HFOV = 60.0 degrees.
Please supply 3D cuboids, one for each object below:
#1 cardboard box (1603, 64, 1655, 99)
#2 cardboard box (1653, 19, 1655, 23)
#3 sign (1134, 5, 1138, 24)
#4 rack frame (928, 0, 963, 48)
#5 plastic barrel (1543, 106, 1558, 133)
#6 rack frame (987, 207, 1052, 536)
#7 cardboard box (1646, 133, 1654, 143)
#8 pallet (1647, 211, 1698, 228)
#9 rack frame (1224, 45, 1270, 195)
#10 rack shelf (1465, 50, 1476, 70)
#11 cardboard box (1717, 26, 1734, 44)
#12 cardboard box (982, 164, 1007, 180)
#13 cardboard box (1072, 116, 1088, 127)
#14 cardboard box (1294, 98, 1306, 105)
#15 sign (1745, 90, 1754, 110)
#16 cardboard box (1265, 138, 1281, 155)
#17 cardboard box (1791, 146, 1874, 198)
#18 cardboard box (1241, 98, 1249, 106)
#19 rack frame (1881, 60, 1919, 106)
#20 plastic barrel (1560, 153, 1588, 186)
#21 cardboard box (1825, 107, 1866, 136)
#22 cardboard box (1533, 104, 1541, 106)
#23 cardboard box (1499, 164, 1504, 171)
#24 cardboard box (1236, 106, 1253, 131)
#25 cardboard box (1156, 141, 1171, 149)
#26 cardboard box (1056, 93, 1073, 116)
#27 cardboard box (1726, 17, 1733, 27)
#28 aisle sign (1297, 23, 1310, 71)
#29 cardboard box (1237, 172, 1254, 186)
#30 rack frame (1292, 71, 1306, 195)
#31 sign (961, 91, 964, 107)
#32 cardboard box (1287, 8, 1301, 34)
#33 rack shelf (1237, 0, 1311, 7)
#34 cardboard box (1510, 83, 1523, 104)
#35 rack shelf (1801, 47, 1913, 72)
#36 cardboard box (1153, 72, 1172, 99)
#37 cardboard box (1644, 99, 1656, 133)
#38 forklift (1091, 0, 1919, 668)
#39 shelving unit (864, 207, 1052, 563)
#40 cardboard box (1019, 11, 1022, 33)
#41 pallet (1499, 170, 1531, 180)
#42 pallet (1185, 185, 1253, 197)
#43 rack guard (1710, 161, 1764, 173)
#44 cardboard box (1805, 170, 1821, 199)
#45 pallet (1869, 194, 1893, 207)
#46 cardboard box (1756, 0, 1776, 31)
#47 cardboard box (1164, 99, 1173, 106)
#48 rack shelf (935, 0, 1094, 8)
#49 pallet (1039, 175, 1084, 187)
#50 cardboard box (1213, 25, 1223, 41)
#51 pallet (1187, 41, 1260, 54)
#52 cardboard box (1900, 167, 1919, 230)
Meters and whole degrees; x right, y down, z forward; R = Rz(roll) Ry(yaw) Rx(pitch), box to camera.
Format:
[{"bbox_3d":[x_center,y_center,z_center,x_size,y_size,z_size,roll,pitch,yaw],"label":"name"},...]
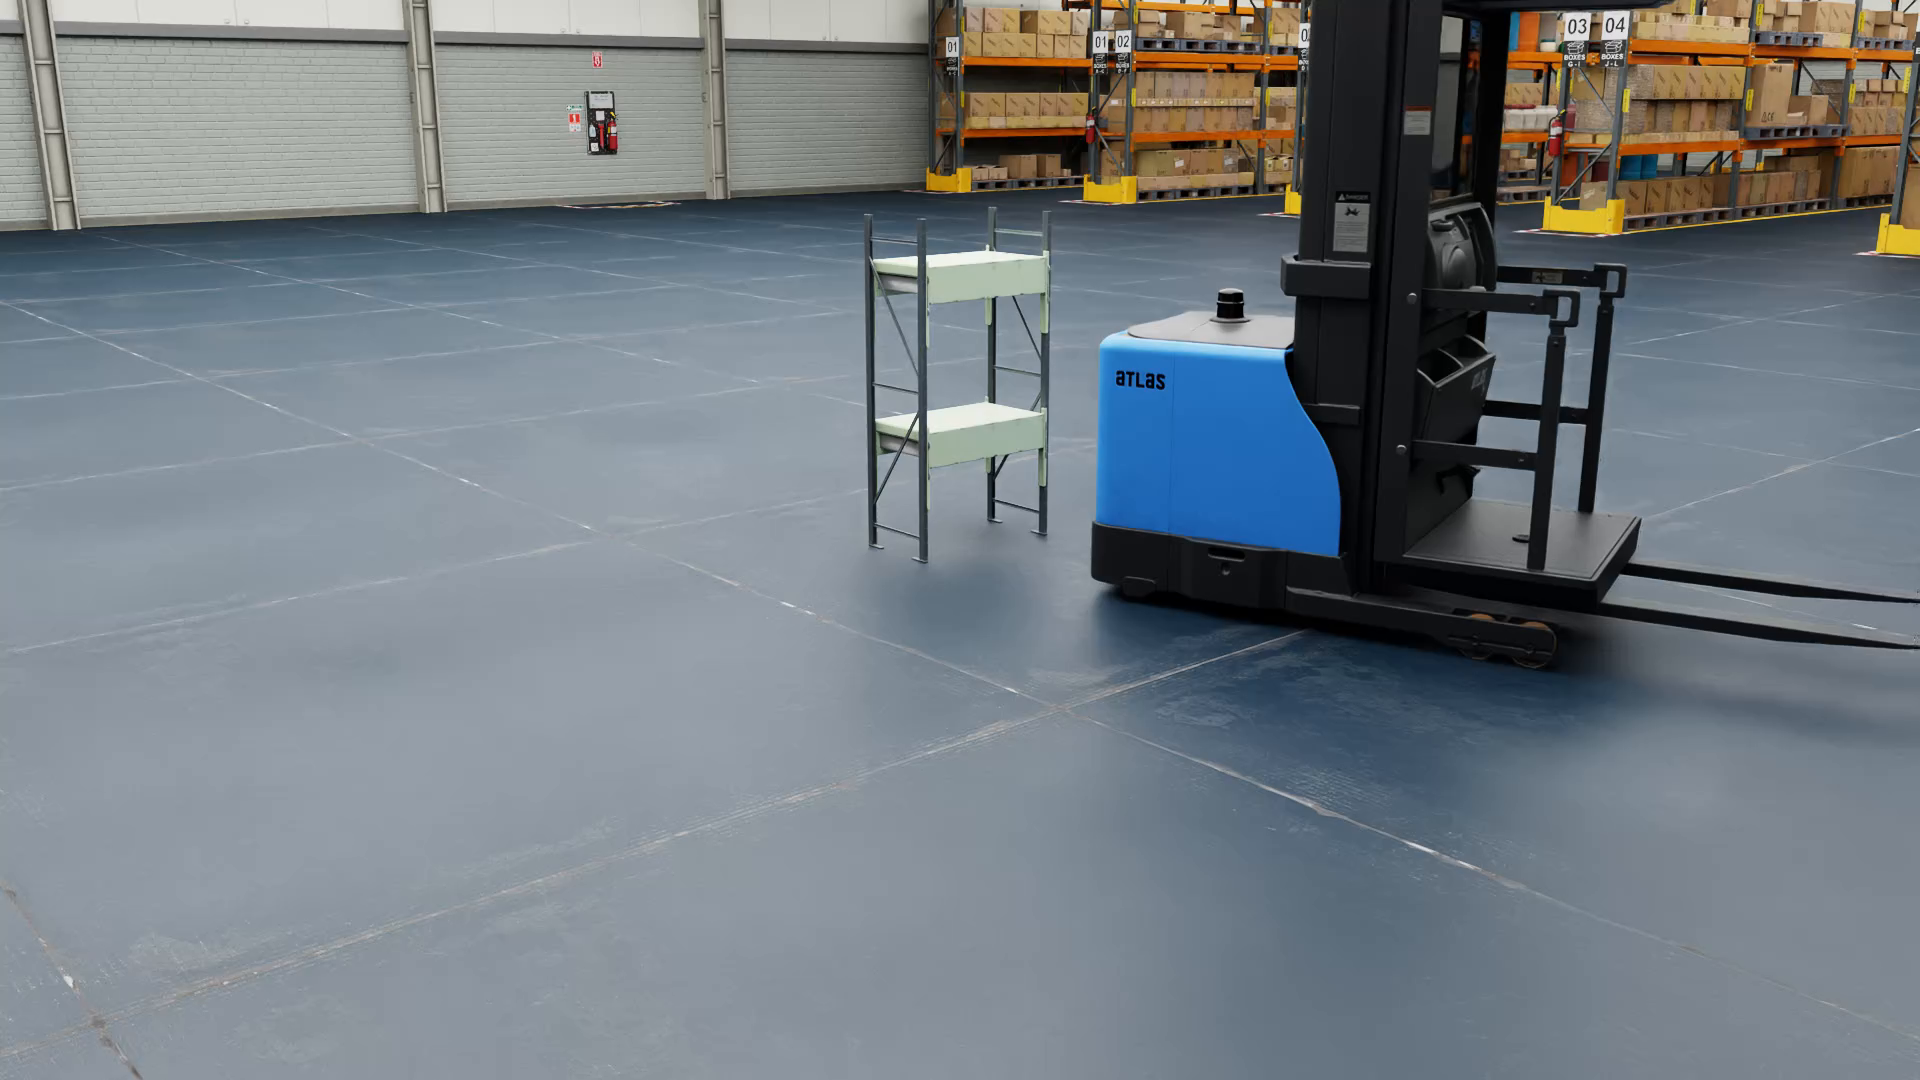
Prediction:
[{"bbox_3d":[10.042,-6.873,24.962,0.500,0.500,0.500,-13,19,-39],"label":"cardboard box"},{"bbox_3d":[10.177,-7.821,24.923,0.250,0.149,0.380,-13,20,-40],"label":"cardboard box"},{"bbox_3d":[3.308,-9.888,31.296,0.005,0.325,0.100,-13,19,-39],"label":"sign"},{"bbox_3d":[-0.306,-11.949,35.048,0.127,3.000,1.000,-13,19,-39],"label":"rack frame"},{"bbox_3d":[11.596,-8.316,32.853,0.421,0.512,0.421,0,15,0],"label":"plastic barrel"},{"bbox_3d":[0.271,-0.785,7.784,0.023,1.500,0.400,-13,19,-39],"label":"rack frame"},{"bbox_3d":[10.395,-6.163,25.497,0.250,0.149,0.380,-13,19,-39],"label":"cardboard box"},{"bbox_3d":[11.062,-5.160,26.659,1.213,0.211,1.003,-13,19,-39],"label":"pallet"},{"bbox_3d":[5.966,-8.765,34.751,0.127,3.000,1.000,-13,19,-39],"label":"rack frame"},{"bbox_3d":[7.706,-8.563,29.576,4.000,0.370,1.077,-13,19,-39],"label":"rack shelf"},{"bbox_3d":[11.893,-7.998,26.358,0.500,0.250,0.500,-12,19,-38],"label":"cardboard box"},{"bbox_3d":[0.705,-8.161,36.847,0.500,0.311,0.500,-11,18,-35],"label":"cardboard box"},{"bbox_3d":[2.553,-9.527,37.854,0.500,0.250,0.500,-13,19,-39],"label":"cardboard box"},{"bbox_3d":[8.564,-11.158,42.902,0.500,0.500,0.500,-13,20,-40],"label":"cardboard box"},{"bbox_3d":[12.828,-7.150,27.026,0.005,0.325,0.100,-13,19,-39],"label":"sign"},{"bbox_3d":[7.673,-9.962,42.583,0.750,0.750,0.750,-12,19,-38],"label":"cardboard box"},{"bbox_3d":[16.018,-6.803,30.708,0.875,0.875,1.225,-14,20,-42],"label":"cardboard box"},{"bbox_3d":[5.714,-8.997,34.170,0.250,0.149,0.380,-13,20,-41],"label":"cardboard box"},{"bbox_3d":[18.501,-8.191,32.602,0.127,3.000,1.000,-13,19,-39],"label":"rack frame"},{"bbox_3d":[12.590,-7.718,34.224,0.708,0.830,0.600,-13,19,-39],"label":"plastic barrel"},{"bbox_3d":[16.029,-7.591,30.162,0.500,0.500,0.500,-12,19,-38],"label":"cardboard box"},{"bbox_3d":[14.090,-10.545,41.222,0.500,0.500,0.500,-12,19,-39],"label":"cardboard box"},{"bbox_3d":[13.106,-9.141,40.798,0.250,0.166,0.380,-13,19,-39],"label":"cardboard box"},{"bbox_3d":[5.635,-8.737,34.452,0.500,0.500,0.700,-13,20,-41],"label":"cardboard box"},{"bbox_3d":[4.749,-9.557,40.254,0.500,0.250,0.500,-12,19,-38],"label":"cardboard box"},{"bbox_3d":[2.185,-9.802,37.433,0.500,0.500,0.500,-13,20,-40],"label":"cardboard box"},{"bbox_3d":[12.017,-8.207,26.368,0.250,0.149,0.380,-14,20,-42],"label":"cardboard box"},{"bbox_3d":[5.948,-8.424,28.437,0.004,0.787,0.394,-13,19,-39],"label":"aisle sign"},{"bbox_3d":[5.760,-7.518,34.598,0.500,0.250,0.500,-13,19,-39],"label":"cardboard box"},{"bbox_3d":[6.197,-7.122,28.602,0.127,3.000,1.000,-13,19,-39],"label":"rack frame"},{"bbox_3d":[0.050,-9.364,35.315,0.005,0.325,0.100,-13,19,-39],"label":"sign"},{"bbox_3d":[6.872,-10.905,34.973,0.500,0.500,0.500,-10,18,-34],"label":"cardboard box"},{"bbox_3d":[7.475,-11.461,35.390,4.000,0.370,1.077,-13,19,-39],"label":"rack shelf"},{"bbox_3d":[13.318,-10.851,40.430,0.500,0.500,0.500,-13,20,-41],"label":"cardboard box"},{"bbox_3d":[16.992,-8.954,31.040,4.000,0.370,1.077,-13,19,-39],"label":"rack shelf"},{"bbox_3d":[3.742,-8.938,32.692,0.500,0.500,0.700,-13,20,-41],"label":"cardboard box"},{"bbox_3d":[10.180,-6.546,25.674,0.500,0.500,0.875,-13,19,-39],"label":"cardboard box"},{"bbox_3d":[2.080,-1.109,6.221,3.031,2.935,1.130,8,17,29],"label":"forklift"},{"bbox_3d":[-0.005,-0.723,7.552,0.755,1.500,0.431,-13,19,-39],"label":"shelving unit"},{"bbox_3d":[1.023,-11.423,36.719,0.500,0.500,0.500,-13,20,-39],"label":"cardboard box"},{"bbox_3d":[13.440,-9.097,41.397,1.213,0.211,1.003,-13,19,-39],"label":"pallet"},{"bbox_3d":[5.338,-7.291,34.637,1.213,0.211,1.003,-13,19,-39],"label":"pallet"},{"bbox_3d":[18.277,-8.632,39.096,0.348,0.500,1.175,-13,19,-39],"label":"rack guard"},{"bbox_3d":[14.991,-6.401,29.892,0.500,0.500,0.700,-14,20,-42],"label":"cardboard box"},{"bbox_3d":[17.048,-6.491,31.640,1.213,0.211,1.003,-13,19,-39],"label":"pallet"},{"bbox_3d":[12.886,-8.598,27.300,0.637,0.503,0.797,-14,20,-42],"label":"cardboard box"},{"bbox_3d":[3.964,-8.603,32.694,0.250,0.149,0.380,-13,20,-40],"label":"cardboard box"},{"bbox_3d":[1.203,-11.939,36.410,4.000,0.370,1.077,-13,19,-39],"label":"rack shelf"},{"bbox_3d":[2.228,-8.261,38.267,1.213,0.211,1.003,-13,19,-39],"label":"pallet"},{"bbox_3d":[5.006,-10.316,33.833,0.500,0.311,0.500,-14,20,-42],"label":"cardboard box"},{"bbox_3d":[5.339,-10.022,33.816,1.213,0.211,1.003,-13,19,-39],"label":"pallet"},{"bbox_3d":[13.096,-4.479,22.011,0.875,0.875,0.875,-13,19,-39],"label":"cardboard box"}]
